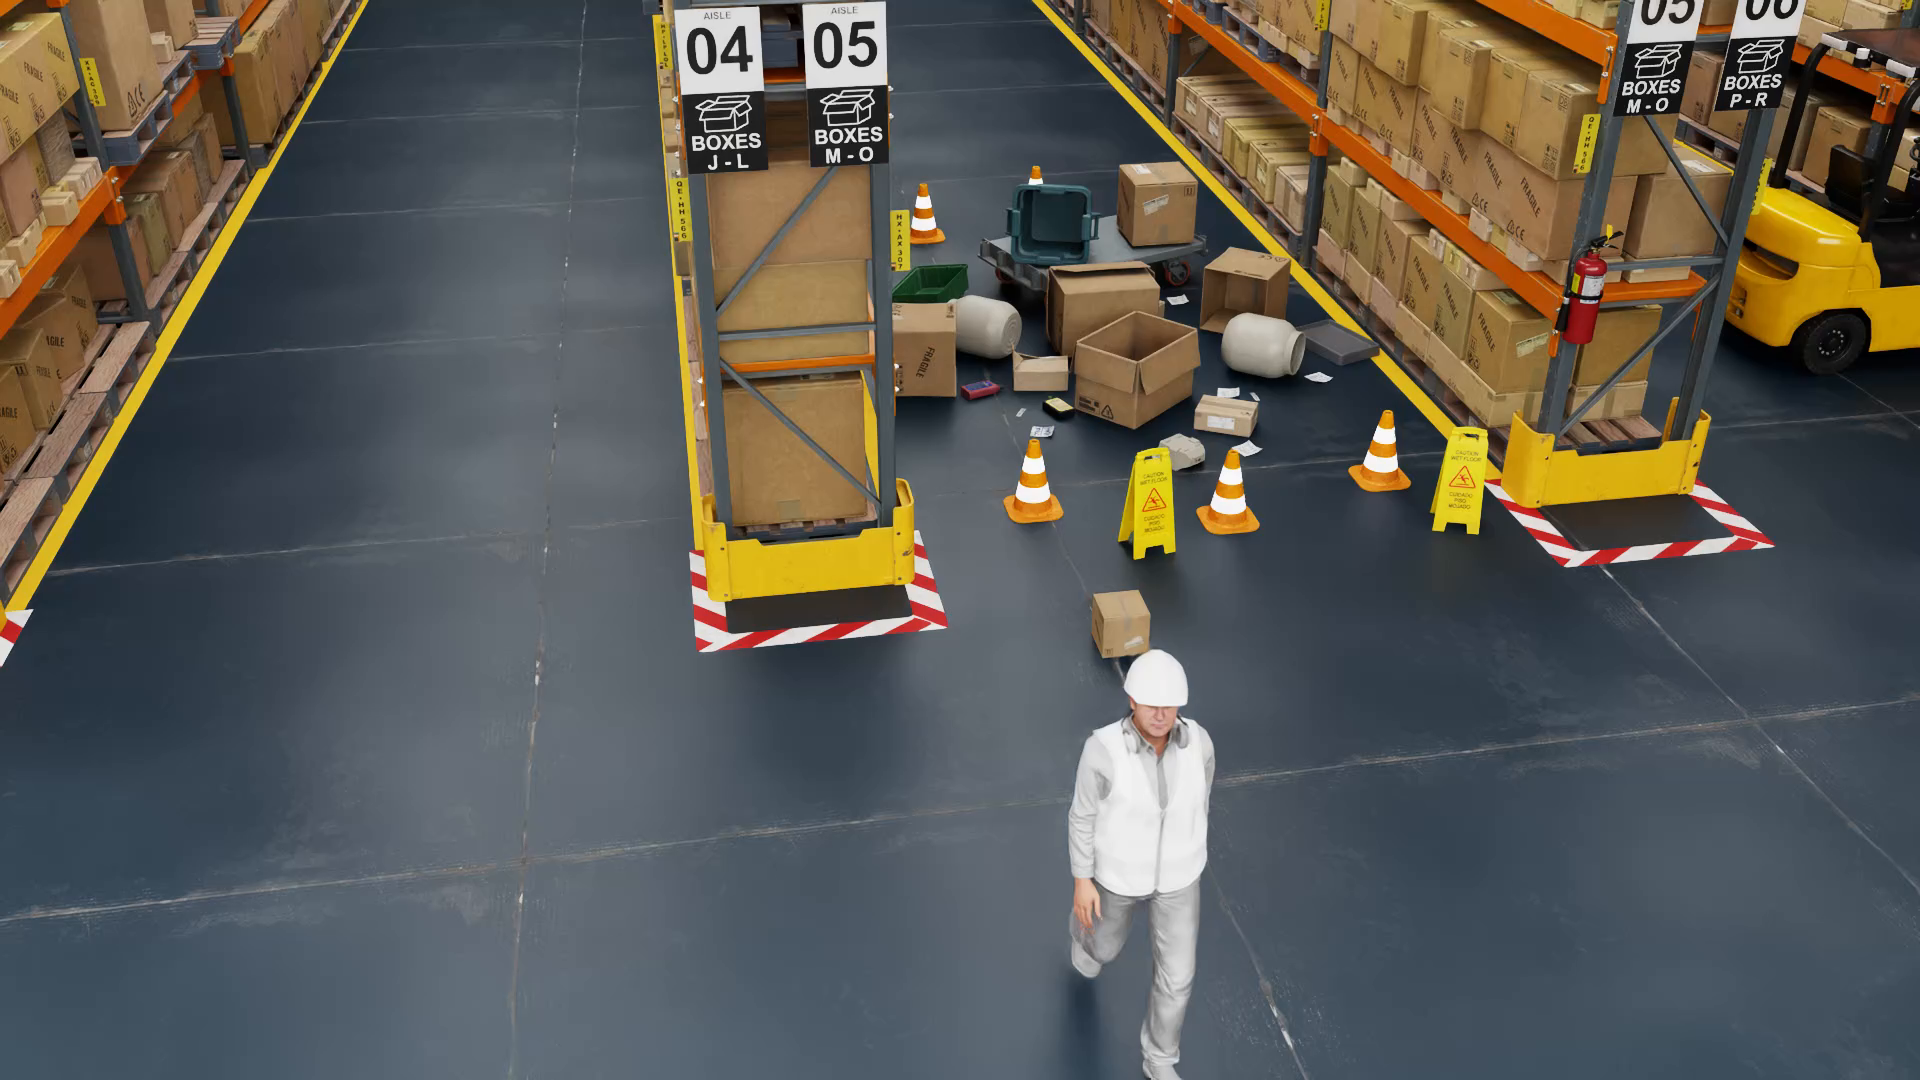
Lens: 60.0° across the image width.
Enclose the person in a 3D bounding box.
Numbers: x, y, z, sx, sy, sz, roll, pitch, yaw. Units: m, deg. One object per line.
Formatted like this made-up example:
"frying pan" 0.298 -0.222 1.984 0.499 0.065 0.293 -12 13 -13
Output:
"person" 0.660 1.175 6.122 0.552 1.732 0.949 -4 31 -7
